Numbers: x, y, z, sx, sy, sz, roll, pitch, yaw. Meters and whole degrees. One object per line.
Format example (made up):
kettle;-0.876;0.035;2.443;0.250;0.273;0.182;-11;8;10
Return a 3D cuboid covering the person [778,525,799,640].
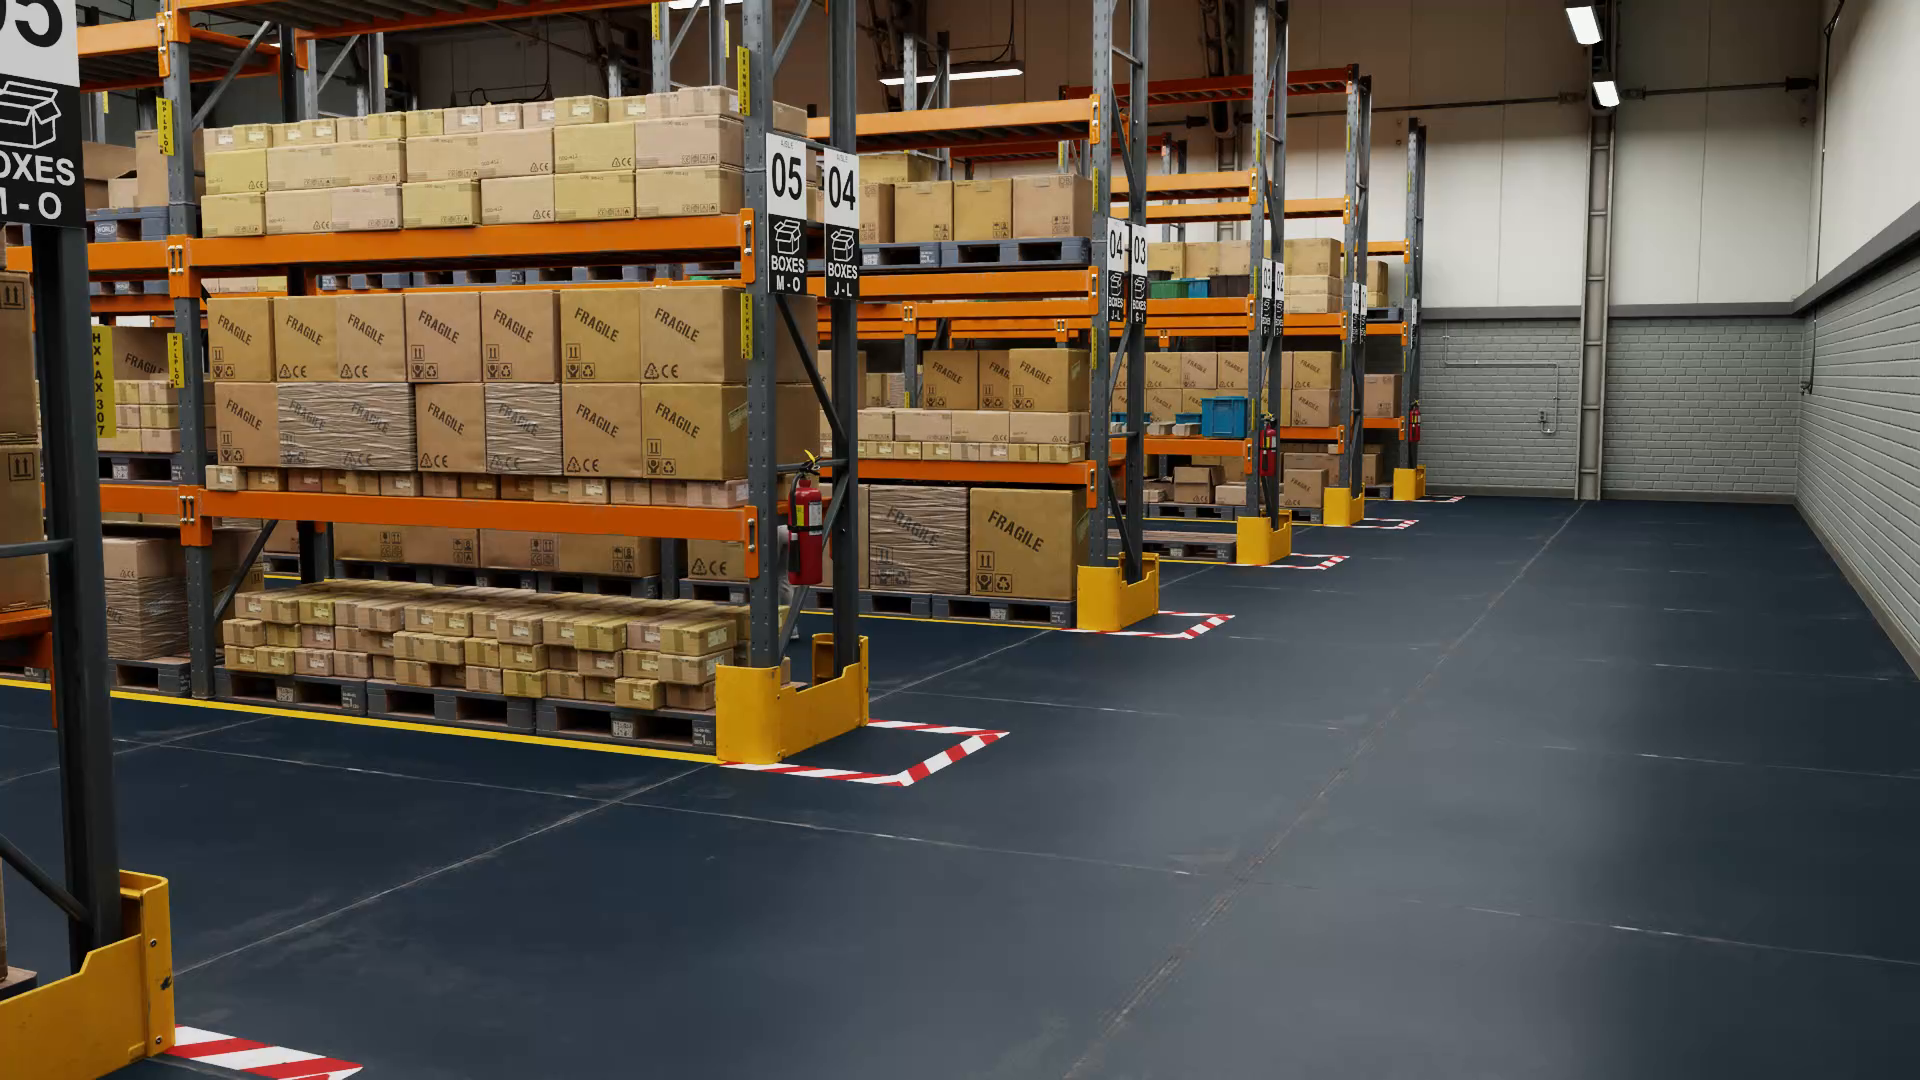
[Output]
person;-1.442;-0.075;12.424;0.547;1.689;0.459;3;6;24
